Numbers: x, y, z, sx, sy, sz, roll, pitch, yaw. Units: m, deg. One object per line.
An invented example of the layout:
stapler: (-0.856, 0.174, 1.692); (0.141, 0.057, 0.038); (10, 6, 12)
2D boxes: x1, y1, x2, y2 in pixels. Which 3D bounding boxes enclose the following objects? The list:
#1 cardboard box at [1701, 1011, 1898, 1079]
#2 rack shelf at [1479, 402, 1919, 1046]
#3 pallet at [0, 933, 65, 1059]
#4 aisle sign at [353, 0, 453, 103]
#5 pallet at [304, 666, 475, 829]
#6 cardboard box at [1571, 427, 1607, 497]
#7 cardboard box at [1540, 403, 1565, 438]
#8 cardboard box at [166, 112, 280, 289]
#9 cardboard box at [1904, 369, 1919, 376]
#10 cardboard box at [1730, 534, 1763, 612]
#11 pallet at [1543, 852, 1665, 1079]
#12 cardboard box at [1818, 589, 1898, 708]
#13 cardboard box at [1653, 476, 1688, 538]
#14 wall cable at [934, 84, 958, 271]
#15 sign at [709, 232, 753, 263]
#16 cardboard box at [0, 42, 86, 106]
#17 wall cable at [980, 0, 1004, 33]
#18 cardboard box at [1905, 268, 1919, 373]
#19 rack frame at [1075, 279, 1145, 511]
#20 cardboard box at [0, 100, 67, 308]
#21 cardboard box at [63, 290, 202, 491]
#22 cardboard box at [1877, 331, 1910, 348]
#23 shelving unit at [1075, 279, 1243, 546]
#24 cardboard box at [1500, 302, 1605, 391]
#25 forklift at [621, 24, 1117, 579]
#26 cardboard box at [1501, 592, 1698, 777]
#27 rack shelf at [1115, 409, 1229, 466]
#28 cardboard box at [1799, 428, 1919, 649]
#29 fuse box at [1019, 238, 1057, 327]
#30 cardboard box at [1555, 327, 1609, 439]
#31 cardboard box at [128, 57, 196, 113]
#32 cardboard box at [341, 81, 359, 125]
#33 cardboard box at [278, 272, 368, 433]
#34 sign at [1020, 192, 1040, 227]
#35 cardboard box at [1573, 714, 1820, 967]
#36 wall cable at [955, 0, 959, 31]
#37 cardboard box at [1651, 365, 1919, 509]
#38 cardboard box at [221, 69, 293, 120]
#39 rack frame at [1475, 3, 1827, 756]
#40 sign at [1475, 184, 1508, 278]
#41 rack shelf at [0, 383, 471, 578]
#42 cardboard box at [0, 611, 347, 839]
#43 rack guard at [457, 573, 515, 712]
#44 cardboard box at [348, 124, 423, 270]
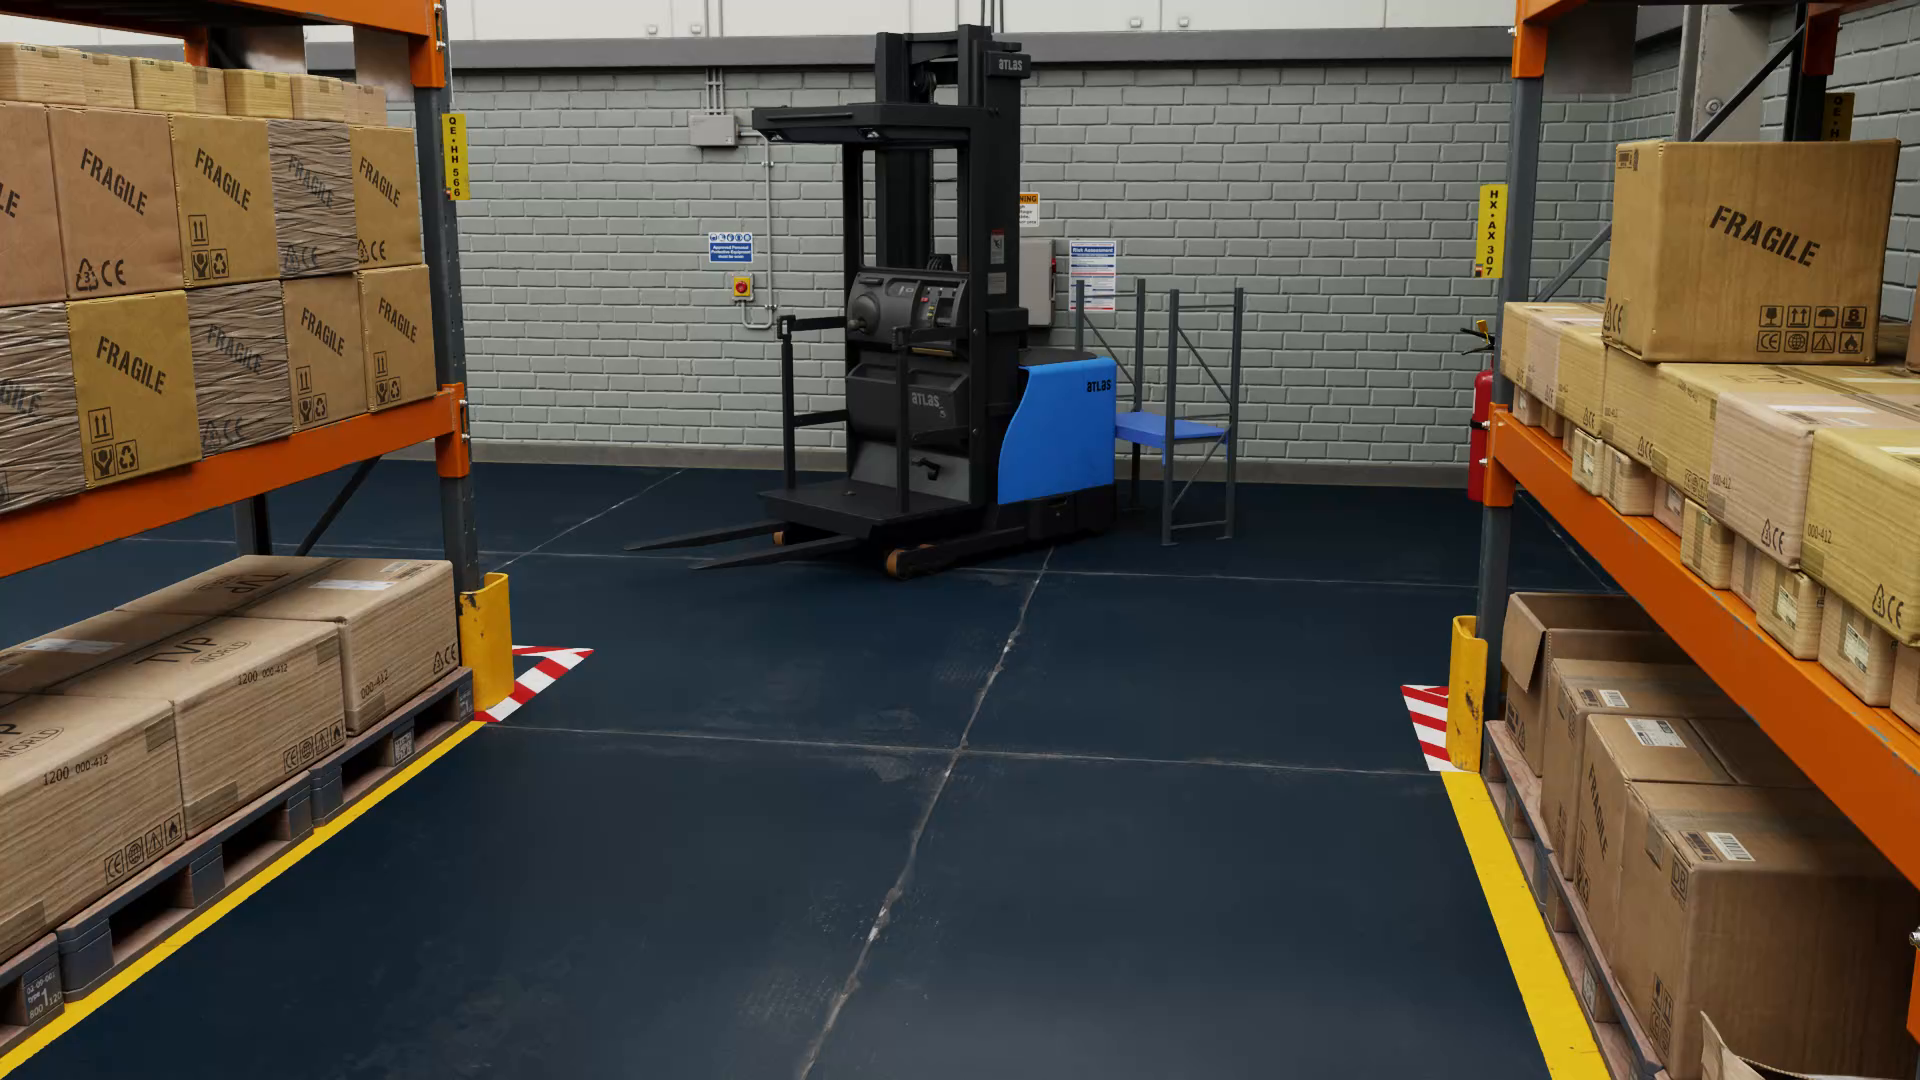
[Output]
cardboard box: (1.660, 1.110, 3.218); (0.396, 0.266, 0.258); (2, 12, 11)
rack shelf: (2.117, 0.113, 4.054); (1.077, 0.370, 4.000); (2, 12, 9)
pallet: (-2.901, 1.225, 3.806); (1.003, 0.211, 1.213); (2, 12, 9)
aisle sign: (-2.163, -2.090, 6.402); (0.394, 0.787, 0.004); (2, 12, 9)
pallet: (-2.526, 0.718, 6.163); (1.003, 0.211, 1.213); (2, 12, 9)
cardboard box: (1.856, -0.206, 4.424); (0.380, 0.149, 0.250); (2, 12, 7)
cardboard box: (2.110, -0.418, 5.408); (0.380, 0.149, 0.250); (2, 12, 10)
cardboard box: (-2.450, -1.032, 5.049); (0.500, 0.500, 0.500); (2, 12, 8)
cardboard box: (2.304, -0.200, 3.453); (0.500, 0.250, 0.500); (2, 12, 10)
cardboard box: (1.711, 0.063, 3.178); (0.380, 0.149, 0.250); (2, 12, 10)
pallet: (2.102, 1.144, 4.186); (1.003, 0.211, 1.213); (2, 12, 9)
cardboard box: (1.628, 0.171, 2.674); (0.380, 0.149, 0.250); (2, 12, 10)
cardboard box: (1.864, -0.094, 3.907); (0.380, 0.149, 0.250); (2, 12, 9)
wall cable: (-0.233, -2.442, 11.794); (0.588, 1.984, 0.122); (2, 12, 9)
sign: (-1.674, -2.136, 12.141); (0.327, 0.218, 0.001); (2, 12, 9)
cardboard box: (-2.538, -1.210, 4.339); (0.380, 0.149, 0.250); (2, 12, 9)
wall cable: (1.606, -4.836, 10.983); (2.988, 3.039, 0.133); (2, 12, 9)
cardboard box: (2.302, -0.562, 3.351); (0.500, 0.500, 0.500); (2, 12, 7)
rack frame: (0.949, -0.912, 10.654); (0.500, 1.500, 0.032); (-6, 13, -27)
cardboard box: (-2.609, -0.822, 4.077); (0.500, 0.500, 0.500); (2, 12, 10)
cardboard box: (-2.521, -0.435, 4.655); (0.500, 0.500, 0.500); (2, 12, 10)
cardboard box: (2.455, -0.412, 4.435); (0.500, 0.250, 0.500); (2, 12, 10)
shelving unit: (1.187, -0.817, 10.215); (0.538, 1.500, 1.048); (-6, 13, -27)
cardboard box: (2.089, -0.641, 5.497); (0.500, 0.250, 0.500); (2, 12, 9)
forklift: (-0.456, -1.341, 9.261); (3.031, 2.935, 1.130); (-11, 17, -42)
cardboard box: (2.237, 0.485, 5.553); (0.797, 0.503, 0.637); (1, 12, 6)
rack shelf: (1.186, -0.641, 10.252); (0.538, 0.185, 1.000); (-6, 13, -27)
cardboard box: (1.647, -0.008, 2.560); (0.500, 0.250, 0.500); (2, 12, 10)
fuse box: (0.417, -1.261, 11.782); (0.539, 1.711, 0.414); (2, 12, 9)
cardboard box: (1.937, -0.430, 4.520); (0.500, 0.250, 0.500); (2, 12, 8)
cardboard box: (-2.480, -1.321, 4.851); (0.380, 0.149, 0.250); (2, 12, 10)
cardboard box: (-2.353, -1.535, 5.843); (0.380, 0.149, 0.250); (2, 12, 10)
cardboard box: (-2.385, -0.650, 5.654); (0.500, 0.500, 0.500); (2, 12, 7)
sign: (0.394, -2.339, 11.768); (0.339, 0.242, 0.001); (2, 12, 9)
cardboard box: (1.887, 0.770, 4.238); (0.500, 0.500, 0.500); (2, 12, 10)
wall cable: (-1.141, -4.916, 11.442); (2.355, 3.000, 0.029); (2, 12, 9)
cardboard box: (1.799, -0.216, 3.526); (0.500, 0.250, 0.500); (2, 12, 8)
cardboard box: (-2.389, -1.427, 5.344); (0.380, 0.149, 0.250); (2, 12, 10)
rack frame: (2.425, -0.655, 5.910); (1.000, 3.000, 0.127); (2, 12, 9)
sign: (1.889, -1.095, 5.901); (0.100, 0.325, 0.005); (2, 12, 9)
rack shelf: (-2.788, -0.047, 4.797); (1.077, 0.370, 4.000); (2, 12, 9)
cardboard box: (-2.615, 0.564, 5.341); (0.875, 0.438, 0.875); (2, 12, 10)
rack guard: (-2.476, 0.402, 6.940); (1.175, 0.500, 0.348); (2, 12, 9)
cardboard box: (-2.319, -1.244, 6.036); (0.500, 0.500, 0.500); (2, 12, 11)
